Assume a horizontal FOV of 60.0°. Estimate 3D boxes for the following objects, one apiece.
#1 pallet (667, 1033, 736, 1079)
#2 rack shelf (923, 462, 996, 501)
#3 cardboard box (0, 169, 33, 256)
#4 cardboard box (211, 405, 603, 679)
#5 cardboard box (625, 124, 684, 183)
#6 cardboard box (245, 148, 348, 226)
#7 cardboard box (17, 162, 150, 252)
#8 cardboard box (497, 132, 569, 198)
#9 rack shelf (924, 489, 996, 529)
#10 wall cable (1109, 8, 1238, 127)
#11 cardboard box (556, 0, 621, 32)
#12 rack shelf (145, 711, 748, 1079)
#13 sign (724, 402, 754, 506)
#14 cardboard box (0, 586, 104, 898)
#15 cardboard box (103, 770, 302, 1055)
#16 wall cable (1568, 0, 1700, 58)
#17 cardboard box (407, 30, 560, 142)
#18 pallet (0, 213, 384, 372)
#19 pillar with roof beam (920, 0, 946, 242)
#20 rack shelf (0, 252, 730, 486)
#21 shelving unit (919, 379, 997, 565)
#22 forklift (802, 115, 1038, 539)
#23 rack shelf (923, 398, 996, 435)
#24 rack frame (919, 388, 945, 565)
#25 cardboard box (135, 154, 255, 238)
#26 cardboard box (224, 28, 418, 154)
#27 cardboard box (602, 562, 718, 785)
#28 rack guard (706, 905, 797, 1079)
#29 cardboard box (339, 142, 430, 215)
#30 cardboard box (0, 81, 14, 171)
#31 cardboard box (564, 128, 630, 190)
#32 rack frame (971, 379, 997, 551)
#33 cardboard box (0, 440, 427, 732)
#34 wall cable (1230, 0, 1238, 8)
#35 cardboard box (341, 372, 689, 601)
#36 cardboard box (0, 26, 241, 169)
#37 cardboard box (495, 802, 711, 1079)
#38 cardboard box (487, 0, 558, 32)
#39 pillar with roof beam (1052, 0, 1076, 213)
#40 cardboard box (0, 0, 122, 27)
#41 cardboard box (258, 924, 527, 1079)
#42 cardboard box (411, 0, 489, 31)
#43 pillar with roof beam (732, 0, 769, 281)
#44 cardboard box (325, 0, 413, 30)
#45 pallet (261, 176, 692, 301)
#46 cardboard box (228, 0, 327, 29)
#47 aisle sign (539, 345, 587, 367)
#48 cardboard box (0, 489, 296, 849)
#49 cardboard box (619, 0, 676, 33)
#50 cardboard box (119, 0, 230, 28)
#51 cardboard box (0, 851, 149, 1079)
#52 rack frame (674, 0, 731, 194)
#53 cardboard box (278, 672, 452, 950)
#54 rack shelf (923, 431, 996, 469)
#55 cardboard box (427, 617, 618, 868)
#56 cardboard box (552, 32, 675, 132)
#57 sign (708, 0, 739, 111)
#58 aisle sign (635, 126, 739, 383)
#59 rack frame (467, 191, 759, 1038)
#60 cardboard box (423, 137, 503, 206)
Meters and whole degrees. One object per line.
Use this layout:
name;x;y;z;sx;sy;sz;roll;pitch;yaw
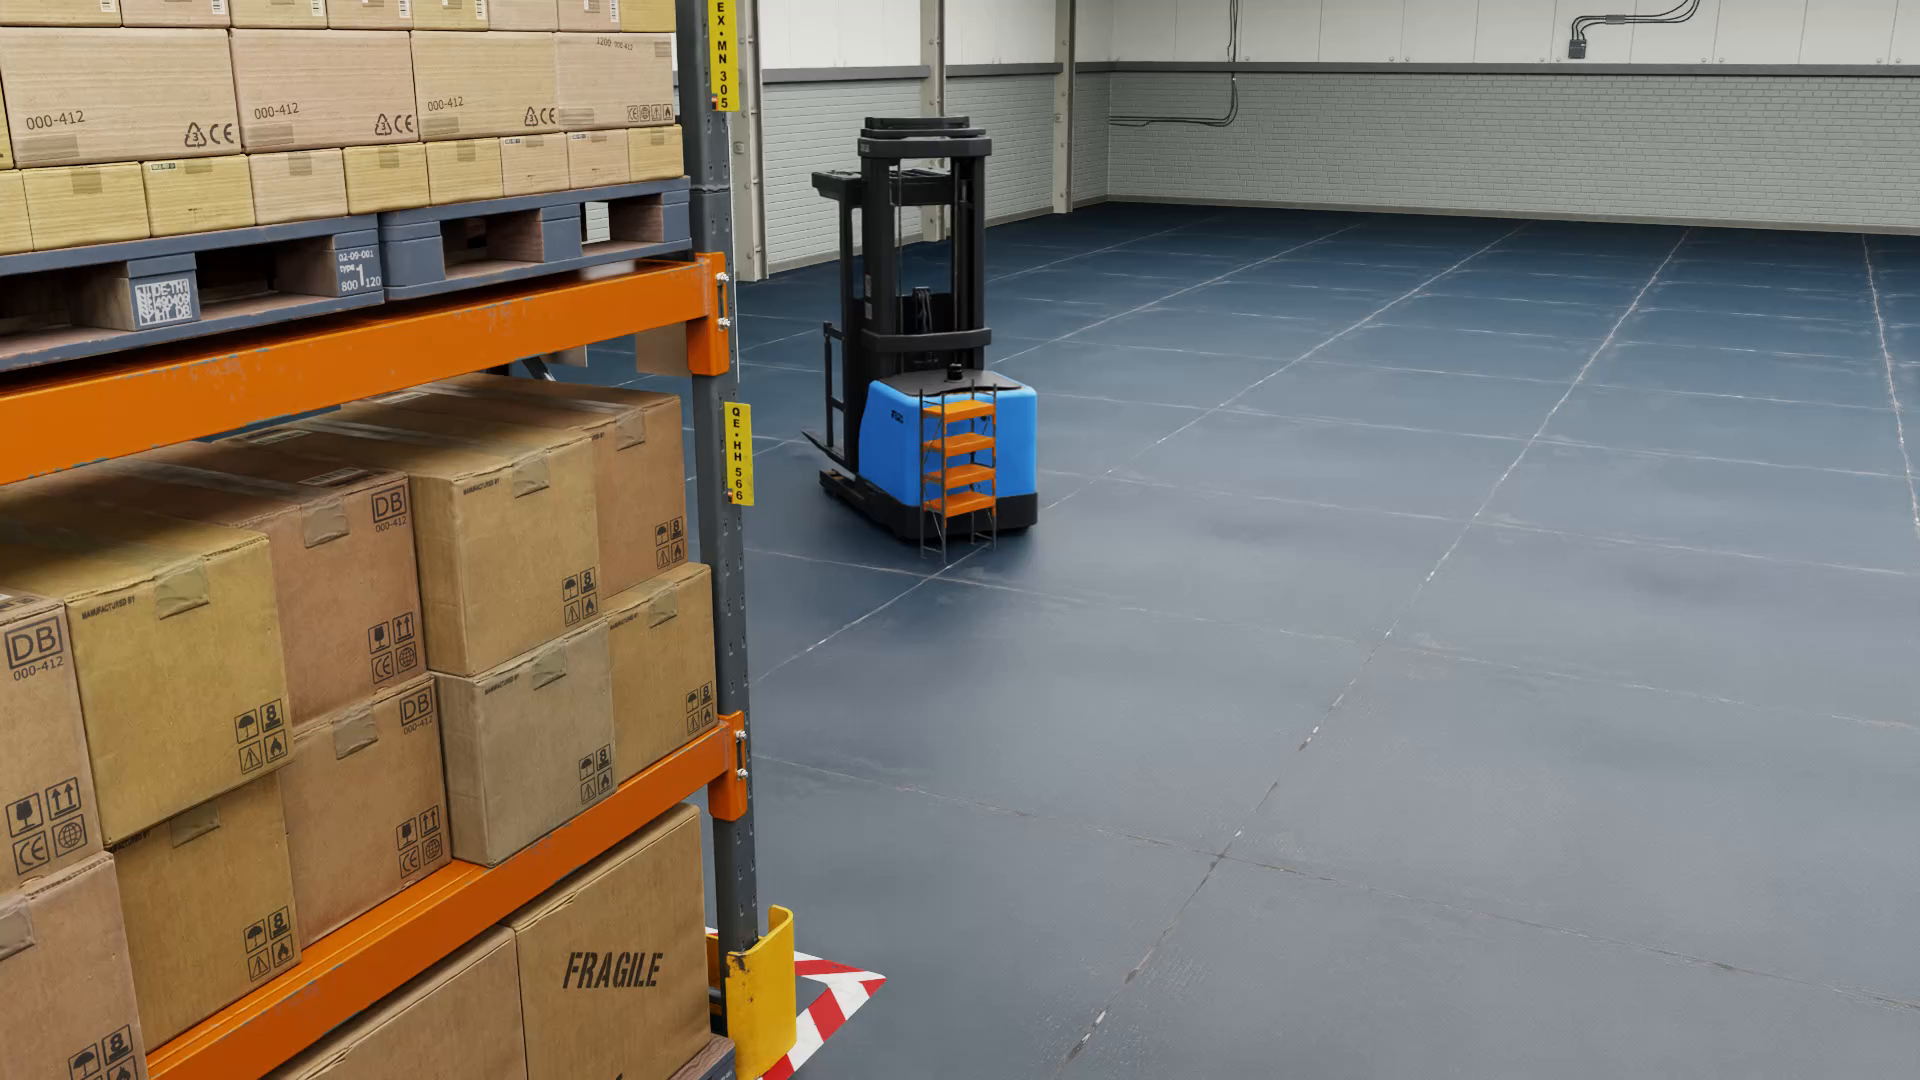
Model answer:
pallet;-1.461;1.878;5.332;1.003;0.211;1.213;8;18;25
rack shelf;-0.011;-0.411;11.536;0.480;0.148;0.258;-15;22;-41
cardboard box;-1.927;-0.595;3.018;0.380;0.149;0.250;8;18;25
cardboard box;-1.538;-0.021;4.666;0.875;0.550;0.550;8;18;25
cardboard box;-1.019;-1.112;4.759;0.380;0.149;0.250;8;18;25
cardboard box;-1.588;-0.788;3.669;0.380;0.149;0.250;8;18;26
cardboard box;-1.815;-0.658;3.230;0.380;0.149;0.250;8;18;26
cardboard box;-1.247;-0.982;4.322;0.380;0.149;0.250;8;18;26
rack shelf;-0.011;-0.220;11.592;0.480;0.148;0.258;-15;22;-41
wall cable;4.697;-10.456;36.875;3.097;2.526;0.112;8;18;25
cardboard box;-1.134;-1.429;4.428;0.380;0.149;0.250;8;18;26
rack shelf;-2.068;1.182;4.042;1.077;0.370;4.000;8;18;25
sign;-0.695;-0.269;5.211;0.100;0.325;0.005;8;18;25
cardboard box;-2.260;0.392;3.276;0.875;0.550;0.550;8;18;25
cardboard box;-2.088;0.765;3.916;0.875;0.550;0.500;8;18;25
wall cable;13.183;-12.363;31.869;2.305;6.003;0.169;8;18;25
cardboard box;-1.367;-1.143;4.164;0.500;0.250;0.500;8;18;25
pallet;-2.040;-0.566;3.549;1.003;0.211;1.213;8;18;25
pillar with roof beam;3.368;-9.286;27.484;9.100;9.000;0.400;8;18;25
rack shelf;-2.068;-0.256;3.615;1.077;0.370;4.000;8;18;25
shelving unit;-0.011;-0.475;11.516;0.503;1.200;0.258;-15;22;-41
forklift;-0.475;-1.787;12.894;1.130;2.935;3.031;-7;18;-22
rack shelf;-0.011;-0.852;11.405;0.480;0.148;0.258;-15;22;-41
rack frame;-0.188;-0.427;11.355;0.015;1.200;0.240;-15;22;-41
cardboard box;-1.701;-0.723;3.451;0.380;0.149;0.250;8;18;26
cardboard box;-1.592;-1.015;3.734;0.500;0.250;0.500;8;18;25
cardboard box;-1.299;0.356;5.295;0.875;0.550;0.550;8;18;25
rack guard;-1.163;1.519;6.031;1.175;0.500;0.348;8;18;25
cardboard box;-1.474;-0.852;3.886;0.380;0.149;0.250;8;18;25
cardboard box;-2.043;-0.758;2.868;0.500;0.250;0.500;8;18;25
cardboard box;-1.133;-1.048;4.543;0.380;0.149;0.250;8;18;26
rack frame;0.166;-0.523;11.678;0.015;1.200;0.240;-15;22;-41
cardboard box;-1.910;0.104;4.244;0.875;0.550;0.550;8;18;25
wall cable;7.118;-12.532;34.998;3.097;2.526;0.112;8;18;25
cardboard box;-1.375;-0.173;5.178;0.875;0.550;0.550;8;18;25
cardboard box;-1.818;-0.887;3.302;0.500;0.250;0.500;8;18;26
cardboard box;-1.418;1.326;5.287;0.875;0.875;0.875;8;18;26
cardboard box;-1.248;-1.364;4.208;0.380;0.149;0.250;8;19;26
pillar with roof beam;6.049;-10.814;32.629;9.100;9.000;0.400;8;18;25
cardboard box;-1.815;-1.040;3.116;0.380;0.149;0.250;8;18;25
cardboard box;-1.809;1.550;4.532;0.875;0.875;0.875;8;18;25
cardboard box;-1.363;-1.298;3.985;0.380;0.149;0.250;8;19;26
pillar with roof beam;0.687;-7.758;22.338;9.100;9.000;0.400;8;18;25
cardboard box;-1.475;-1.234;3.772;0.380;0.149;0.250;8;18;26
pallet;-1.496;-0.878;4.599;1.003;0.211;1.213;8;18;25
cardboard box;-1.589;-1.169;3.551;0.380;0.149;0.250;8;18;25
aisle sign;-1.411;-0.975;5.474;0.394;0.787;0.004;8;18;25
cardboard box;-2.030;0.256;3.734;0.875;0.550;0.500;8;18;25
cardboard box;-1.021;-1.493;4.641;0.380;0.149;0.250;8;18;26
cardboard box;-1.703;-1.104;3.333;0.380;0.149;0.250;8;18;26
cardboard box;-2.235;0.913;3.418;0.875;0.550;0.550;8;18;25
rack frame;-1.174;-2.549;4.800;1.000;3.000;0.127;8;18;25
cardboard box;-1.888;0.625;4.388;0.875;0.550;0.550;8;18;25
rack shelf;-0.011;-0.625;11.472;0.480;0.148;0.258;-15;22;-41
cardboard box;-1.526;0.498;4.814;0.875;0.550;0.550;8;18;25
cardboard box;-1.143;-1.270;4.593;0.500;0.250;0.500;8;18;26
sign;-0.695;-1.425;4.868;0.100;0.325;0.005;8;18;25
aisle sign;-0.874;-0.899;5.217;0.394;0.787;0.004;8;18;25
rack frame;-1.174;0.327;5.654;1.000;3.000;0.127;8;18;25
cardboard box;-1.360;-0.918;4.106;0.380;0.149;0.250;8;18;26
